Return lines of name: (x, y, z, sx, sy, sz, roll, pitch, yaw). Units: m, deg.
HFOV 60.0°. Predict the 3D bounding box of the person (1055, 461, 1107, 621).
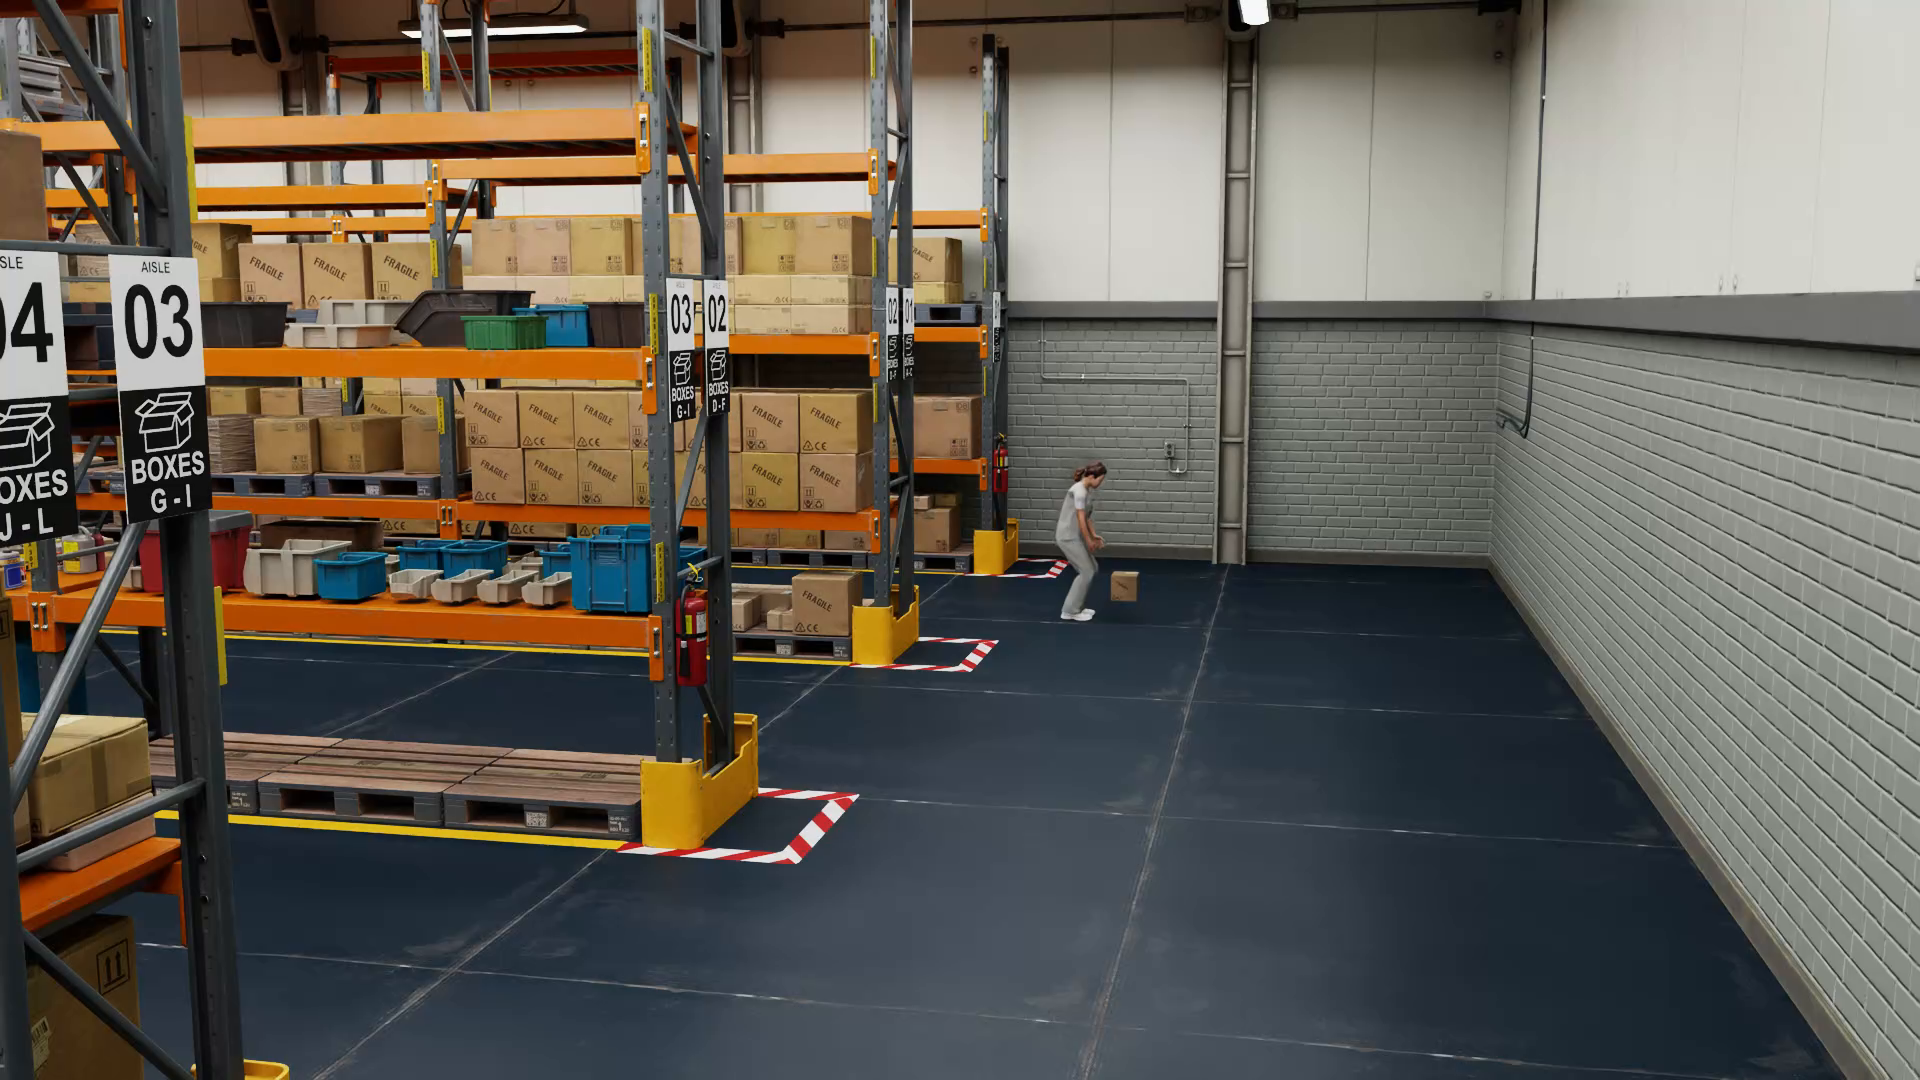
person: (1.191, -0.001, 16.319, 0.489, 1.549, 0.478, 2, 8, 12)
